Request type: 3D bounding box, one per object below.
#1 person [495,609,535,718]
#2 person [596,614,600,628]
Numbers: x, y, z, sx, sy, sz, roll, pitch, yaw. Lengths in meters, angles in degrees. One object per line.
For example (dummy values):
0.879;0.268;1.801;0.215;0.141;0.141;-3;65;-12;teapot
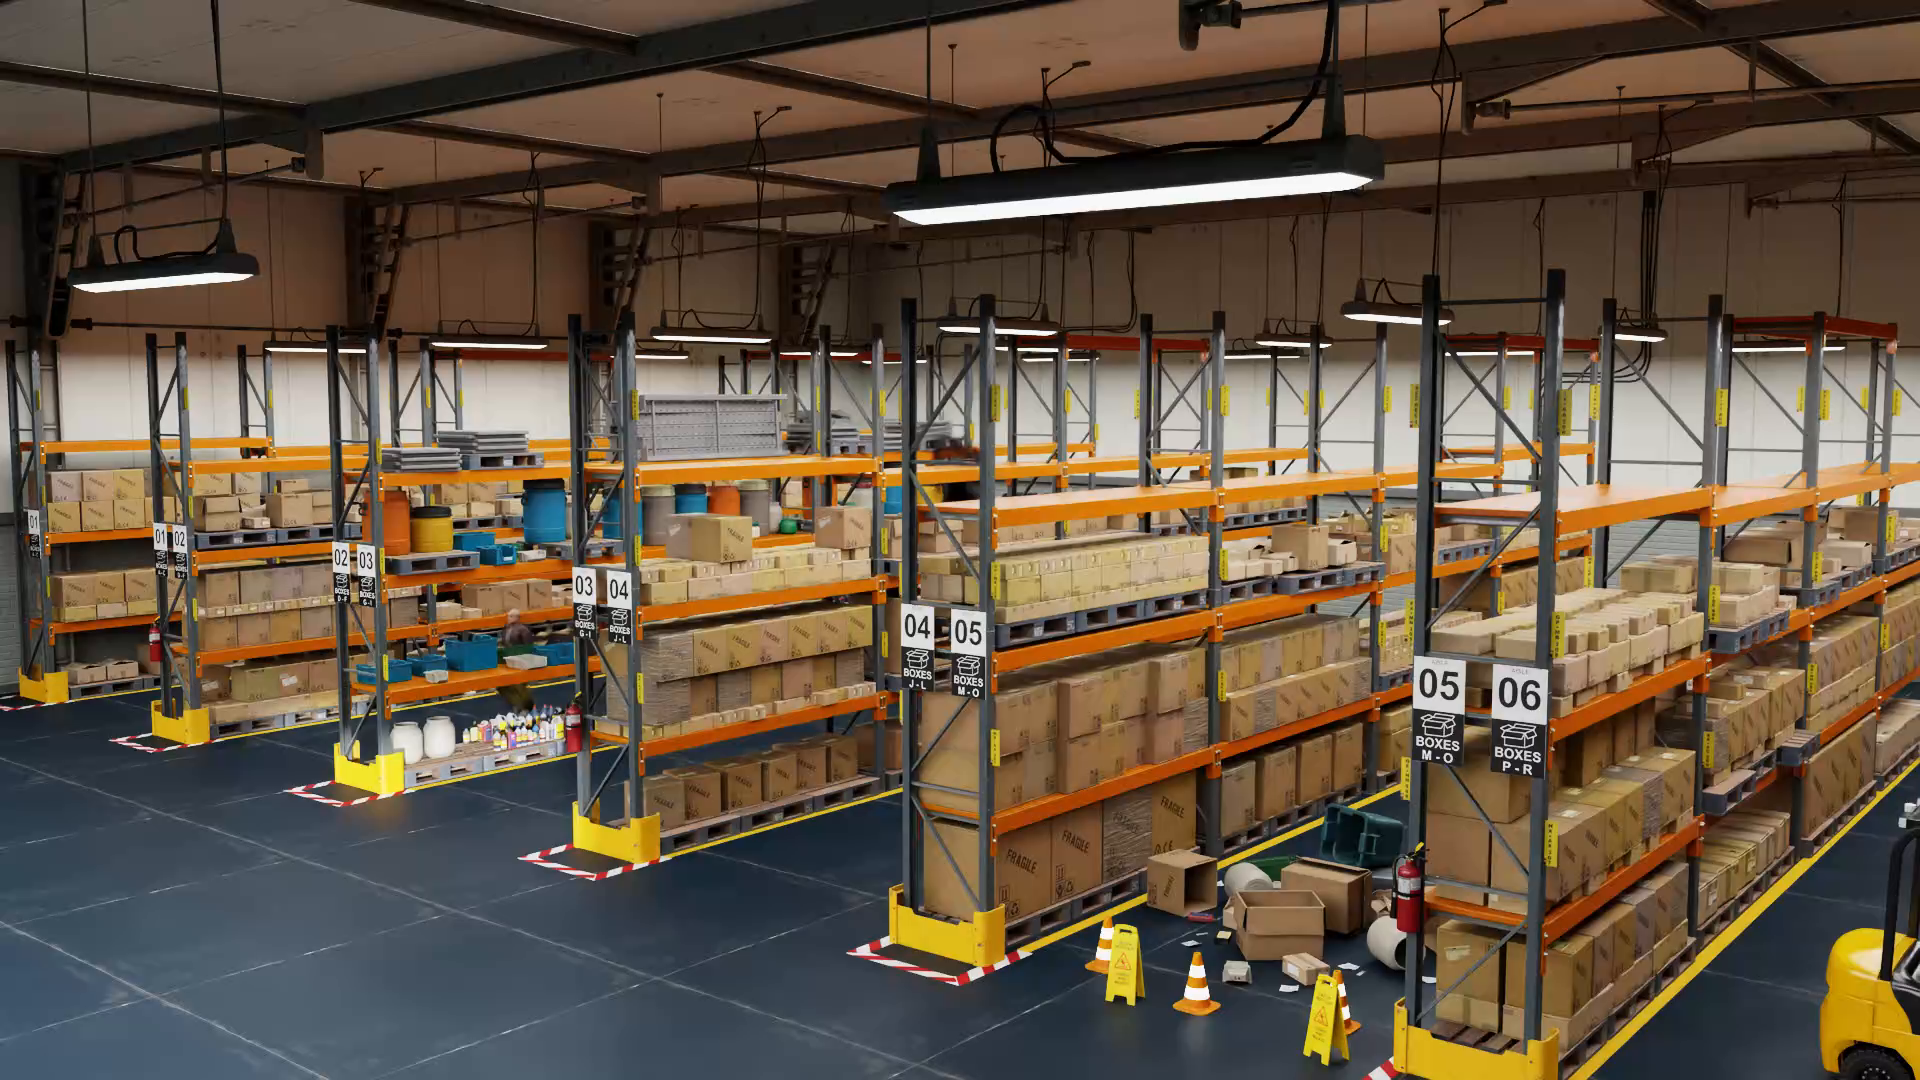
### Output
-6.951;1.993;26.043;0.691;1.675;0.799;3;6;31;person
-7.319;1.299;33.331;0.610;1.694;0.860;5;7;42;person
